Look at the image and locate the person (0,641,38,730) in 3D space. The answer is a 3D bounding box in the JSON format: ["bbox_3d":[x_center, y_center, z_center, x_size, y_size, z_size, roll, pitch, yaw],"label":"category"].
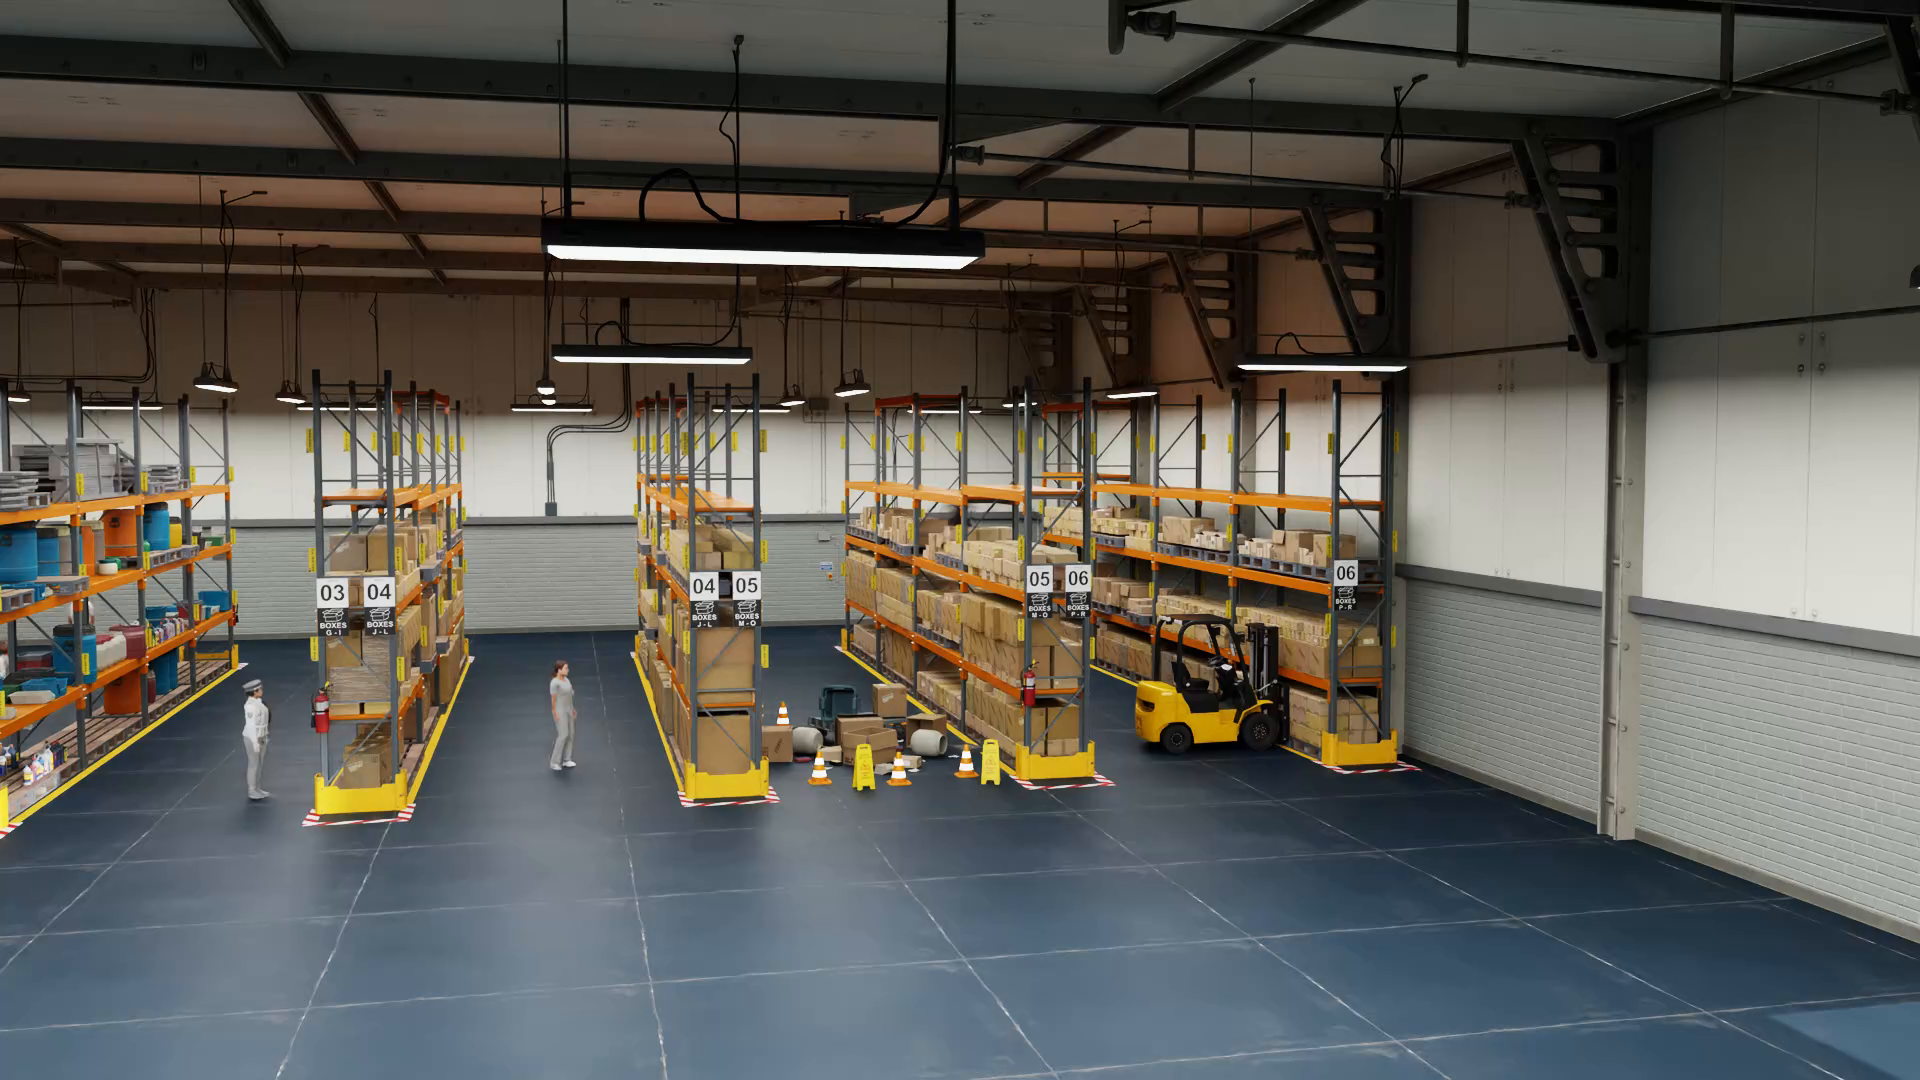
[{"bbox_3d":[-16.489,2.545,28.964,0.495,1.621,0.552,2,4,26],"label":"person"}]

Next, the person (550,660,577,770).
[{"bbox_3d":[-6.151,2.716,25.774,0.388,1.724,0.511,1,4,22],"label":"person"}]

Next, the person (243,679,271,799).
[{"bbox_3d":[-9.937,2.804,23.482,0.351,1.694,0.528,0,3,3],"label":"person"}]

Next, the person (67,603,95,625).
[{"bbox_3d":[-19.391,1.998,36.648,0.609,1.788,0.440,0,3,0],"label":"person"}]
